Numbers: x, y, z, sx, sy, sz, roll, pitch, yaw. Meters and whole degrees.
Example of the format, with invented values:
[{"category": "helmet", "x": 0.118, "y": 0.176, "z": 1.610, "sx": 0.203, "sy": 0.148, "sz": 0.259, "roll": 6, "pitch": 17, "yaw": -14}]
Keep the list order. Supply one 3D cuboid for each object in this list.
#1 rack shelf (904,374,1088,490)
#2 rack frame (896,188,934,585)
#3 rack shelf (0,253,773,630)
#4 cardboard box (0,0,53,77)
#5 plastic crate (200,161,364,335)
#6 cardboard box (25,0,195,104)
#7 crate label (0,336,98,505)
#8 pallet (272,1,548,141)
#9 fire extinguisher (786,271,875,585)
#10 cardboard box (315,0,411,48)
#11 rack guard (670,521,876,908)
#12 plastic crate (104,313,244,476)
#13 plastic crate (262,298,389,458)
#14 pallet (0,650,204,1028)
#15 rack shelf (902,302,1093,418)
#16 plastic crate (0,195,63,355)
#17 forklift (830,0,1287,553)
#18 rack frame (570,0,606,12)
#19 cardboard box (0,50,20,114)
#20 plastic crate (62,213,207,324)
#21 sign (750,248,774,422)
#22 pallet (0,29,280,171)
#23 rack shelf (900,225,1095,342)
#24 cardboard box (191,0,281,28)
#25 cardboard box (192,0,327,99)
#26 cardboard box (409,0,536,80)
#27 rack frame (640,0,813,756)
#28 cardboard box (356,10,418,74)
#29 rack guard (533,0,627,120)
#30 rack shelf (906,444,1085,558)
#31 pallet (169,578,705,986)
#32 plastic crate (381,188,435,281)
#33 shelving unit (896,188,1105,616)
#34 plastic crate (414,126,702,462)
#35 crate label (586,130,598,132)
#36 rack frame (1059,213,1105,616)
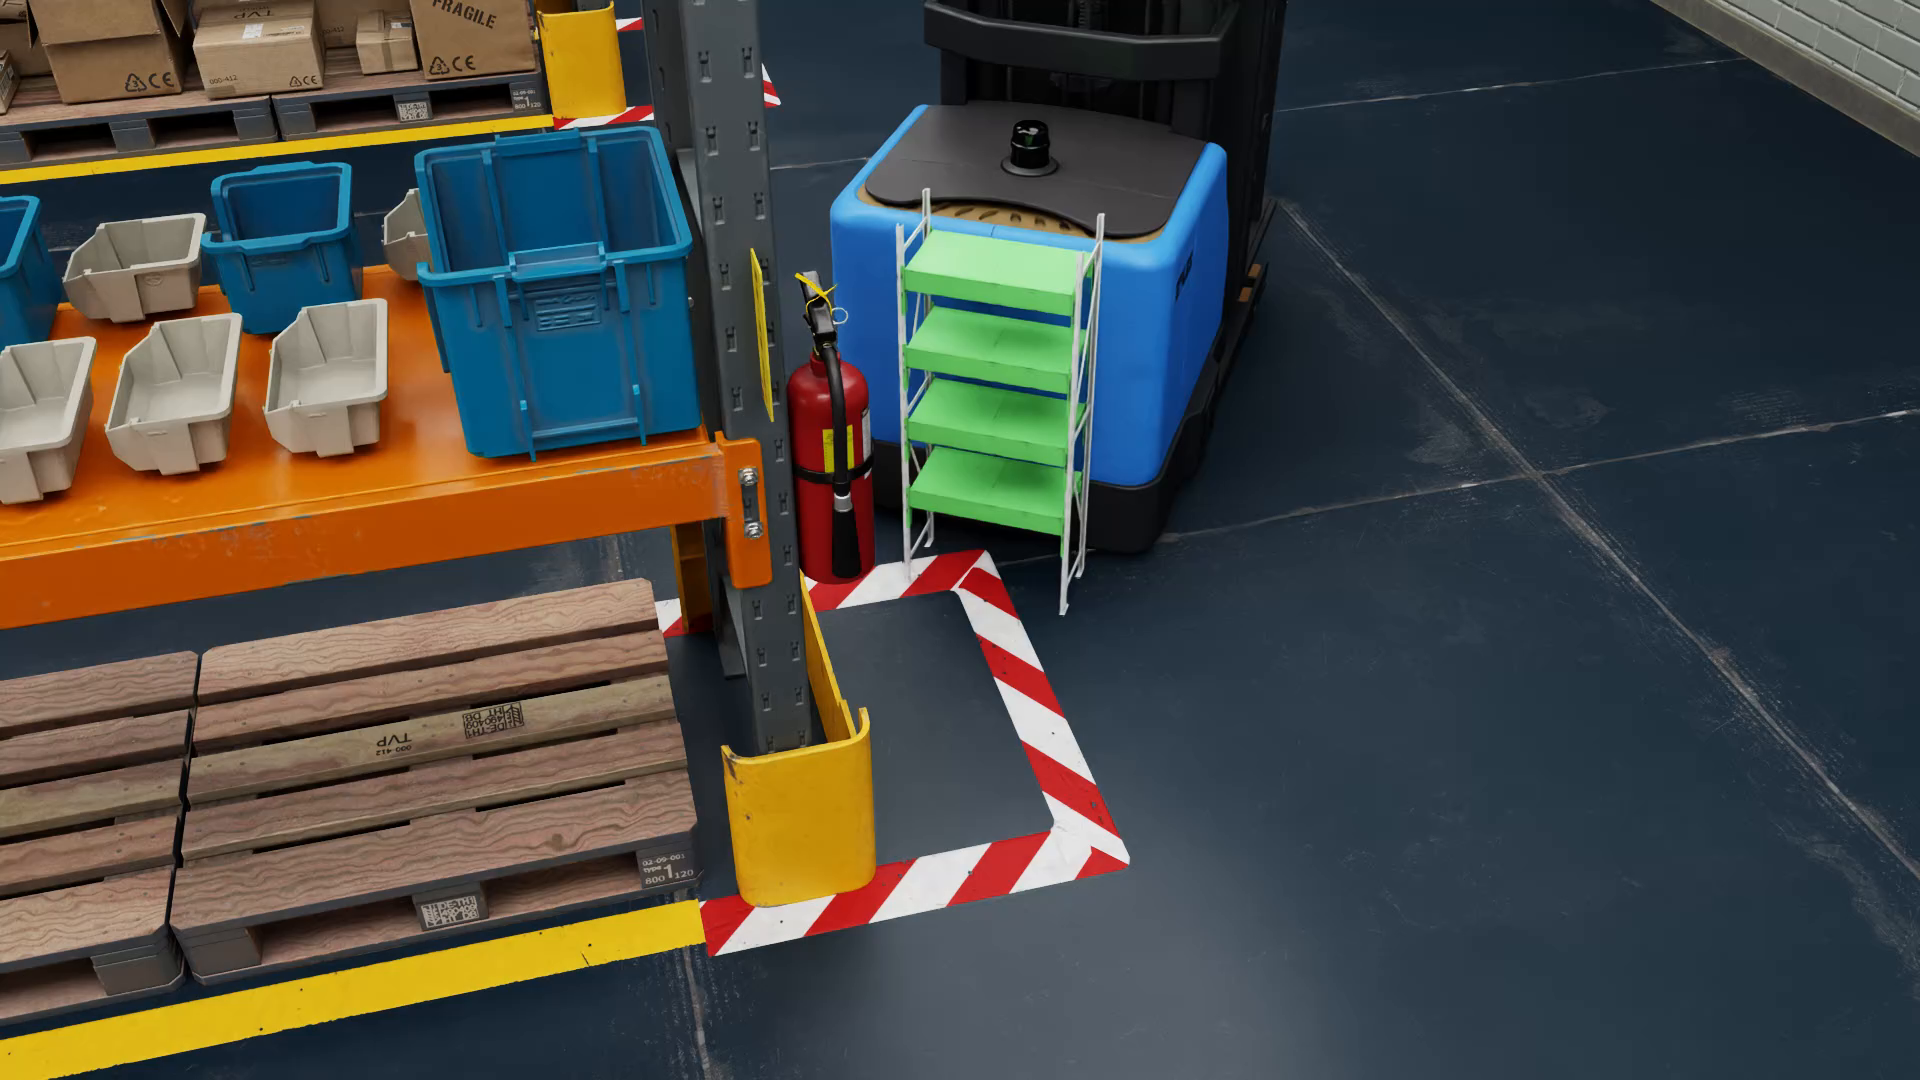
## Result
[{"category": "rack shelf", "x": 0.108, "y": -0.314, "z": 4.778, "sx": 0.480, "sy": 0.148, "sz": 0.258, "roll": 11, "pitch": 39, "yaw": 14}, {"category": "rack frame", "x": -0.125, "y": -0.410, "z": 4.798, "sx": 0.015, "sy": 1.200, "sz": 0.240, "roll": 11, "pitch": 39, "yaw": 14}, {"category": "rack shelf", "x": -2.464, "y": -0.037, "z": 3.422, "sx": 4.000, "sy": 0.370, "sz": 1.077, "roll": -9, "pitch": 38, "yaw": -12}, {"category": "cardboard box", "x": -4.483, "y": -2.394, "z": 7.762, "sx": 0.500, "sy": 0.311, "sz": 0.500, "roll": -9, "pitch": 38, "yaw": -12}, {"category": "plastic crate", "x": -1.493, "y": -0.647, "z": 3.715, "sx": 0.300, "sy": 0.233, "sz": 0.416, "roll": -9, "pitch": 38, "yaw": -12}, {"category": "cardboard box", "x": -3.871, "y": -2.396, "z": 7.606, "sx": 0.637, "sy": 0.503, "sz": 0.797, "roll": -9, "pitch": 38, "yaw": -12}, {"category": "crate label", "x": -1.820, "y": -0.228, "z": 3.246, "sx": 0.243, "sy": 0.136, "sz": 0.396, "roll": -9, "pitch": 38, "yaw": -12}, {"category": "pallet", "x": -2.664, "y": -2.299, "z": 8.082, "sx": 1.213, "sy": 0.211, "sz": 1.003, "roll": -9, "pitch": 38, "yaw": -12}, {"category": "fire extinguisher", "x": -0.269, "y": -0.218, "z": 3.437, "sx": 0.183, "sy": 0.674, "sz": 0.296, "roll": -9, "pitch": 38, "yaw": -12}, {"category": "cardboard box", "x": -2.903, "y": -2.630, "z": 8.120, "sx": 0.500, "sy": 0.250, "sz": 0.500, "roll": -9, "pitch": 38, "yaw": -12}, {"category": "rack guard", "x": -0.514, "y": 0.342, "z": 4.392, "sx": 0.348, "sy": 0.500, "sz": 1.175, "roll": -9, "pitch": 38, "yaw": -12}, {"category": "plastic crate", "x": -1.557, "y": -0.286, "z": 3.323, "sx": 0.243, "sy": 0.136, "sz": 0.396, "roll": -9, "pitch": 38, "yaw": -12}, {"category": "plastic crate", "x": -1.274, "y": -0.323, "z": 3.372, "sx": 0.243, "sy": 0.136, "sz": 0.396, "roll": -9, "pitch": 38, "yaw": -12}, {"category": "pallet", "x": -2.515, "y": 0.767, "z": 4.074, "sx": 1.213, "sy": 0.211, "sz": 1.003, "roll": -9, "pitch": 38, "yaw": -12}, {"category": "rack shelf", "x": 0.108, "y": -0.505, "z": 4.632, "sx": 0.480, "sy": 0.148, "sz": 0.258, "roll": 11, "pitch": 39, "yaw": 14}, {"category": "plastic crate", "x": -2.129, "y": -0.543, "z": 3.579, "sx": 0.300, "sy": 0.233, "sz": 0.416, "roll": -9, "pitch": 38, "yaw": -12}, {"category": "forklift", "x": 0.554, "y": -2.024, "z": 5.484, "sx": 1.130, "sy": 2.935, "sz": 3.031, "roll": 11, "pitch": 39, "yaw": 14}, {"category": "rack frame", "x": -1.821, "y": -3.546, "z": 7.416, "sx": 0.127, "sy": 3.000, "sz": 1.000, "roll": -9, "pitch": 38, "yaw": -12}, {"category": "cardboard box", "x": -4.389, "y": -2.044, "z": 7.423, "sx": 0.250, "sy": 0.166, "sz": 0.380, "roll": -9, "pitch": 38, "yaw": -12}, {"category": "plastic crate", "x": -1.844, "y": -0.603, "z": 3.737, "sx": 0.298, "sy": 0.136, "sz": 0.250, "roll": -9, "pitch": 38, "yaw": -12}, {"category": "sign", "x": -0.374, "y": -0.384, "z": 3.149, "sx": 0.005, "sy": 0.325, "sz": 0.100, "roll": -9, "pitch": 38, "yaw": -12}, {"category": "pallet", "x": -3.840, "y": -2.108, "z": 7.832, "sx": 1.213, "sy": 0.211, "sz": 1.003, "roll": -9, "pitch": 38, "yaw": -12}, {"category": "rack shelf", "x": 0.108, "y": -0.695, "z": 4.487, "sx": 0.480, "sy": 0.148, "sz": 0.258, "roll": 11, "pitch": 39, "yaw": 14}, {"category": "cardboard box", "x": -3.386, "y": -2.550, "z": 8.016, "sx": 0.500, "sy": 0.250, "sz": 0.500, "roll": -9, "pitch": 38, "yaw": -12}, {"category": "cardboard box", "x": -3.207, "y": -2.265, "z": 7.643, "sx": 0.500, "sy": 0.250, "sz": 0.500, "roll": -9, "pitch": 38, "yaw": -12}, {"category": "cardboard box", "x": -2.282, "y": -2.497, "z": 7.741, "sx": 0.500, "sy": 0.500, "sz": 0.500, "roll": -9, "pitch": 38, "yaw": -12}, {"category": "rack frame", "x": -0.534, "y": -0.640, "z": 3.618, "sx": 0.127, "sy": 3.000, "sz": 1.000, "roll": -9, "pitch": 38, "yaw": -12}, {"category": "cardboard box", "x": -2.697, "y": -2.353, "z": 7.827, "sx": 0.250, "sy": 0.166, "sz": 0.380, "roll": -9, "pitch": 38, "yaw": -12}, {"category": "rack guard", "x": -1.895, "y": -2.541, "z": 8.160, "sx": 0.348, "sy": 0.500, "sz": 1.175, "roll": -9, "pitch": 38, "yaw": -12}, {"category": "rack shelf", "x": 0.107, "y": -0.124, "z": 4.924, "sx": 0.480, "sy": 0.148, "sz": 0.258, "roll": 11, "pitch": 39, "yaw": 14}, {"category": "pallet", "x": -1.340, "y": 0.576, "z": 4.324, "sx": 1.213, "sy": 0.211, "sz": 1.003, "roll": -9, "pitch": 38, "yaw": -12}, {"category": "plastic crate", "x": -1.189, "y": -0.711, "z": 3.878, "sx": 0.298, "sy": 0.136, "sz": 0.250, "roll": -9, "pitch": 38, "yaw": -12}, {"category": "shelving unit", "x": 0.108, "y": -0.365, "z": 4.739, "sx": 0.503, "sy": 1.200, "sz": 0.258, "roll": 11, "pitch": 39, "yaw": 14}, {"category": "plastic crate", "x": -0.808, "y": -0.515, "z": 3.376, "sx": 0.499, "sy": 0.435, "sz": 0.616, "roll": -9, "pitch": 38, "yaw": -12}, {"category": "crate label", "x": -0.858, "y": -0.751, "z": 3.851, "sx": 0.303, "sy": 0.233, "sz": 0.416, "roll": -9, "pitch": 38, "yaw": -12}, {"category": "rack frame", "x": 0.340, "y": -0.320, "z": 4.680, "sx": 0.015, "sy": 1.200, "sz": 0.240, "roll": 11, "pitch": 39, "yaw": 14}]
